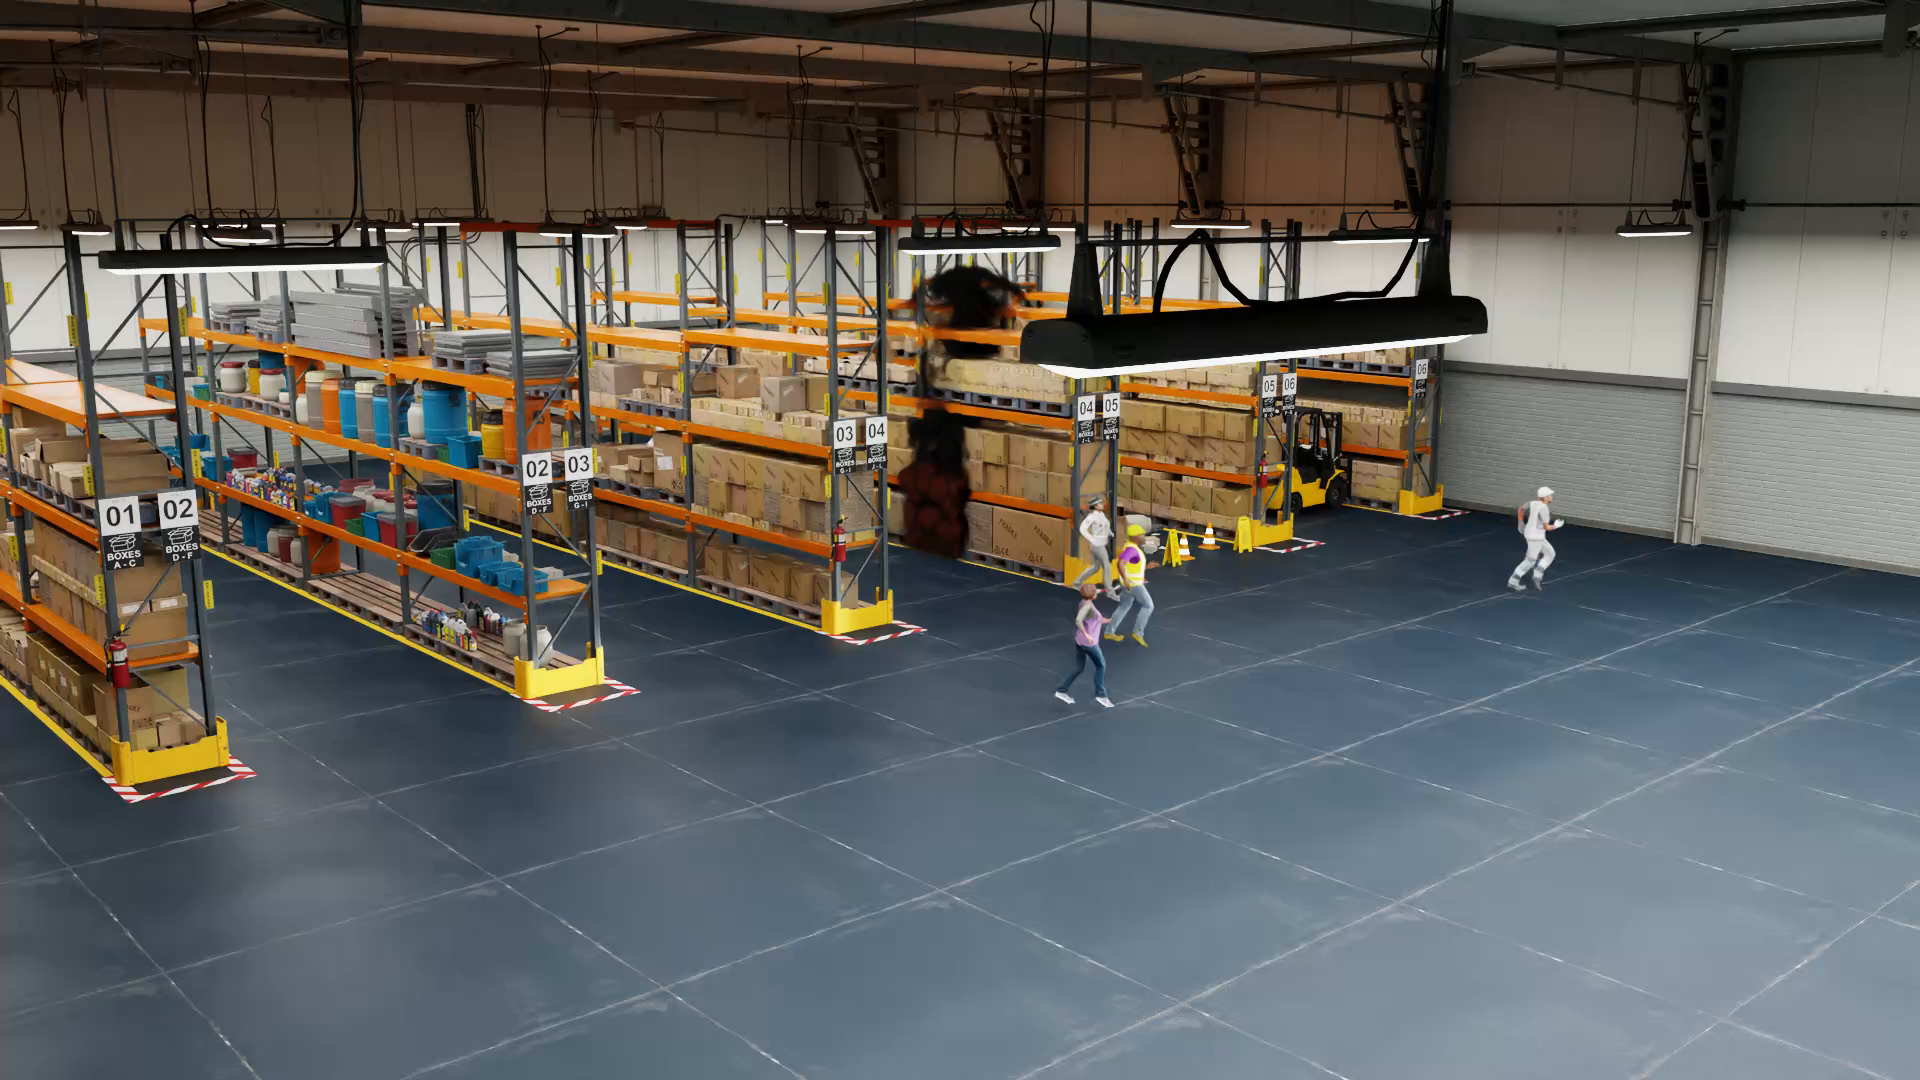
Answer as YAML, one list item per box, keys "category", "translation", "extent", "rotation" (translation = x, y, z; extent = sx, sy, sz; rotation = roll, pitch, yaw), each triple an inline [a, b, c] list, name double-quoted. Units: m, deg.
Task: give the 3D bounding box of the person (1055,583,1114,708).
- category: "person"
  translation: [1.583, 1.350, 21.116]
  extent: [0.768, 1.640, 0.528]
  rotation: [-3, 12, -15]

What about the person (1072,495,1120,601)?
- category: "person"
  translation: [2.258, 0.109, 27.009]
  extent: [0.848, 1.710, 0.641]
  rotation: [3, 12, 15]

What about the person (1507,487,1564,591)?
- category: "person"
  translation: [9.494, -0.010, 27.392]
  extent: [0.817, 1.760, 0.695]
  rotation: [1, 11, 5]

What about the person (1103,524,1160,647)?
- category: "person"
  translation: [2.511, 0.671, 24.117]
  extent: [0.834, 1.815, 0.668]
  rotation: [-1, 12, -7]

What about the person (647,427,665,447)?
- category: "person"
  translation: [-6.332, -1.562, 35.271]
  extent: [0.693, 1.736, 0.635]
  rotation: [-9, 14, -38]
